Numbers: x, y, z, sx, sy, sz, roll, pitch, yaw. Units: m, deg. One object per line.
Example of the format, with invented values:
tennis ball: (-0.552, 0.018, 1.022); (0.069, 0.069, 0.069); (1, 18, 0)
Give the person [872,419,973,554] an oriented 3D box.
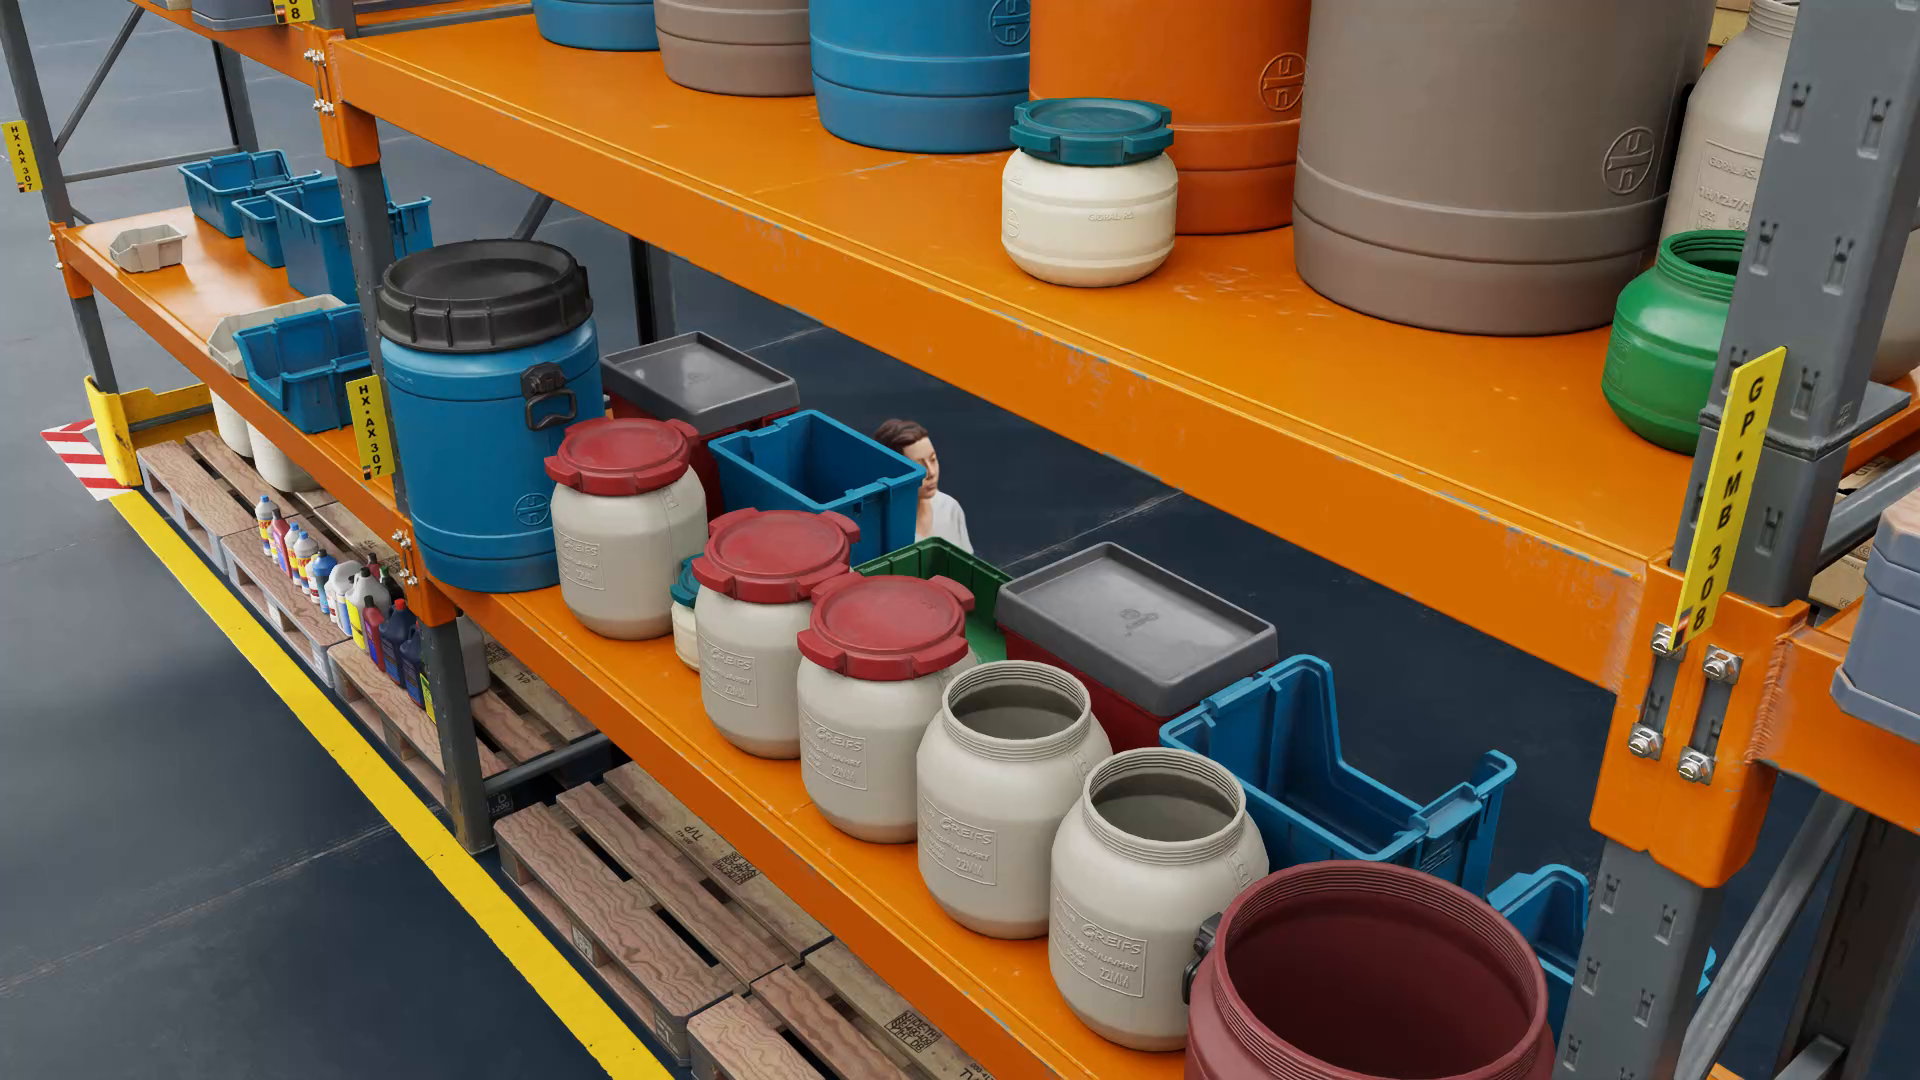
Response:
person: (-0.094, 0.435, 5.350); (0.438, 1.641, 0.541); (-22, 35, -34)
